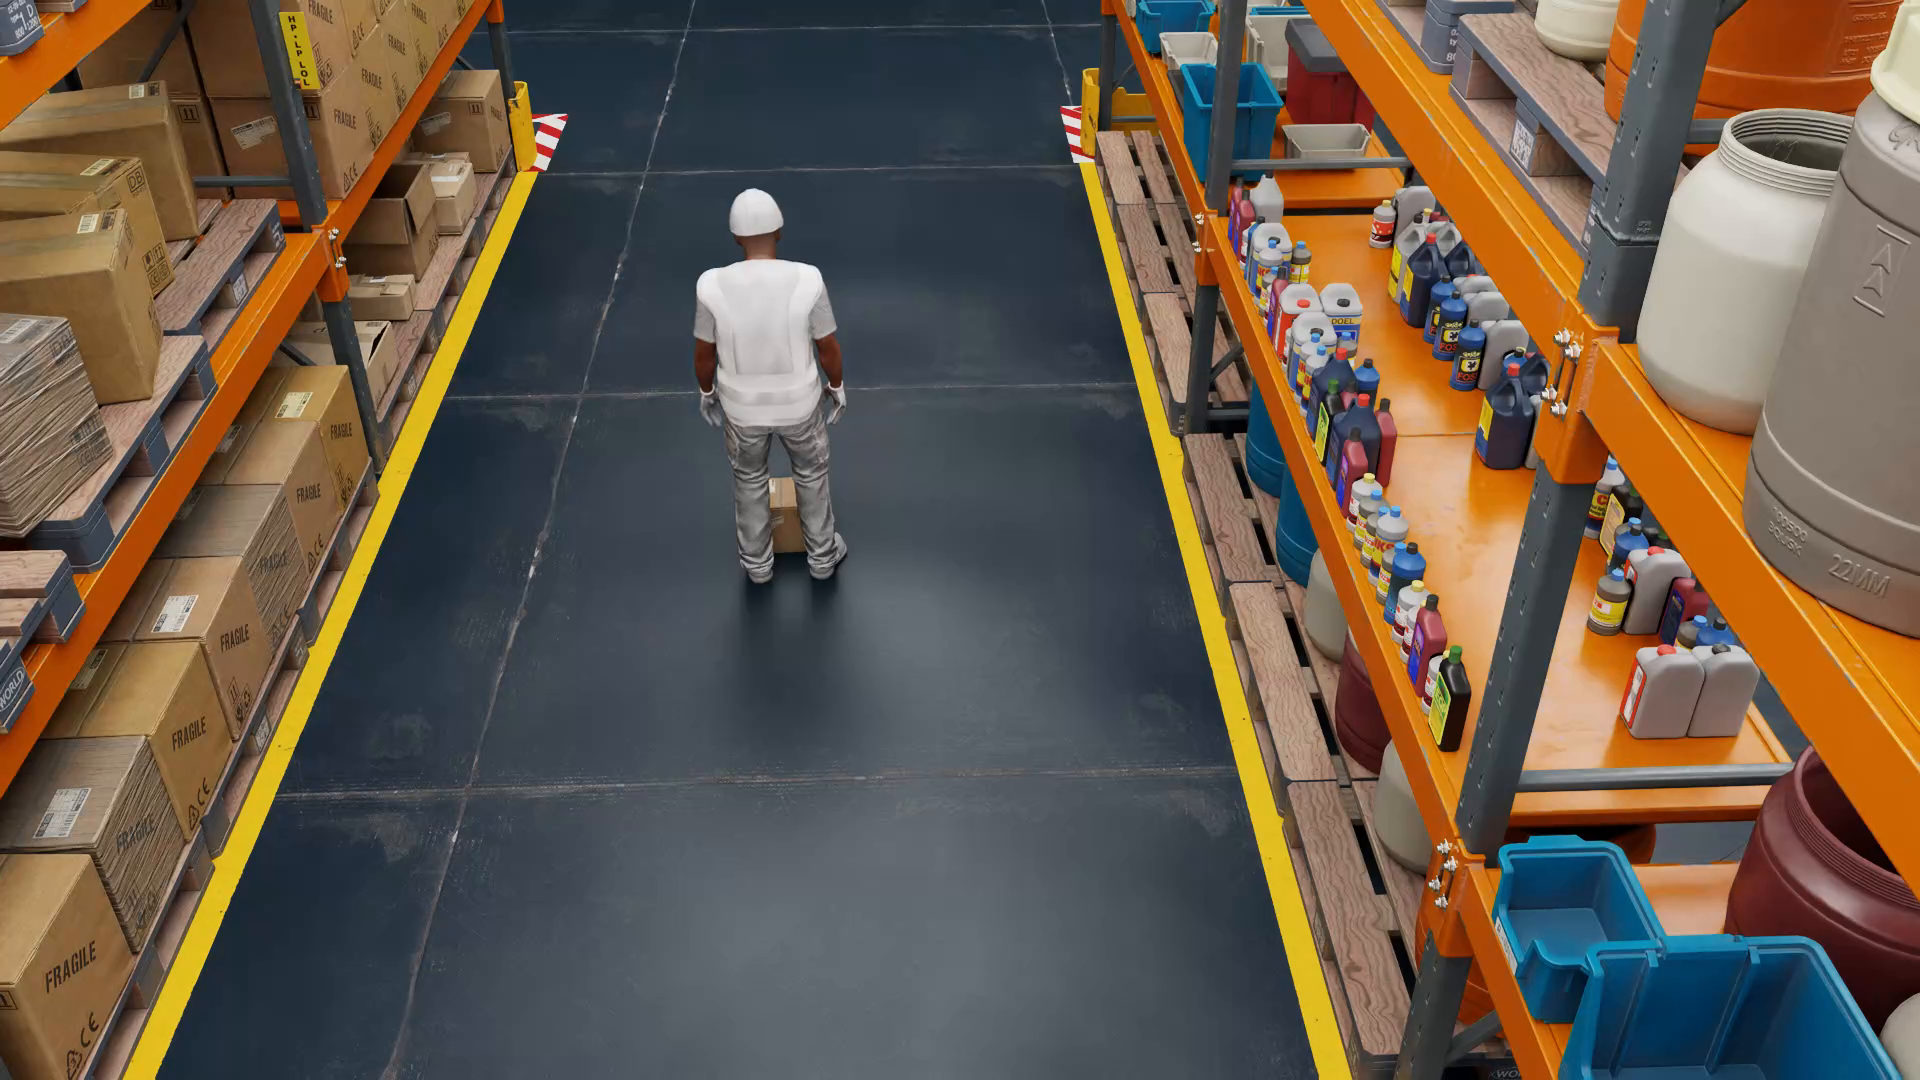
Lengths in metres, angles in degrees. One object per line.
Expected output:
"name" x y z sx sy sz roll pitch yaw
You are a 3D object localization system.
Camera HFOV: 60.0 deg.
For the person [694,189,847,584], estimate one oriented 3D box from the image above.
"person" -0.789 -0.608 7.005 0.616 1.775 0.447 -1 35 -2
